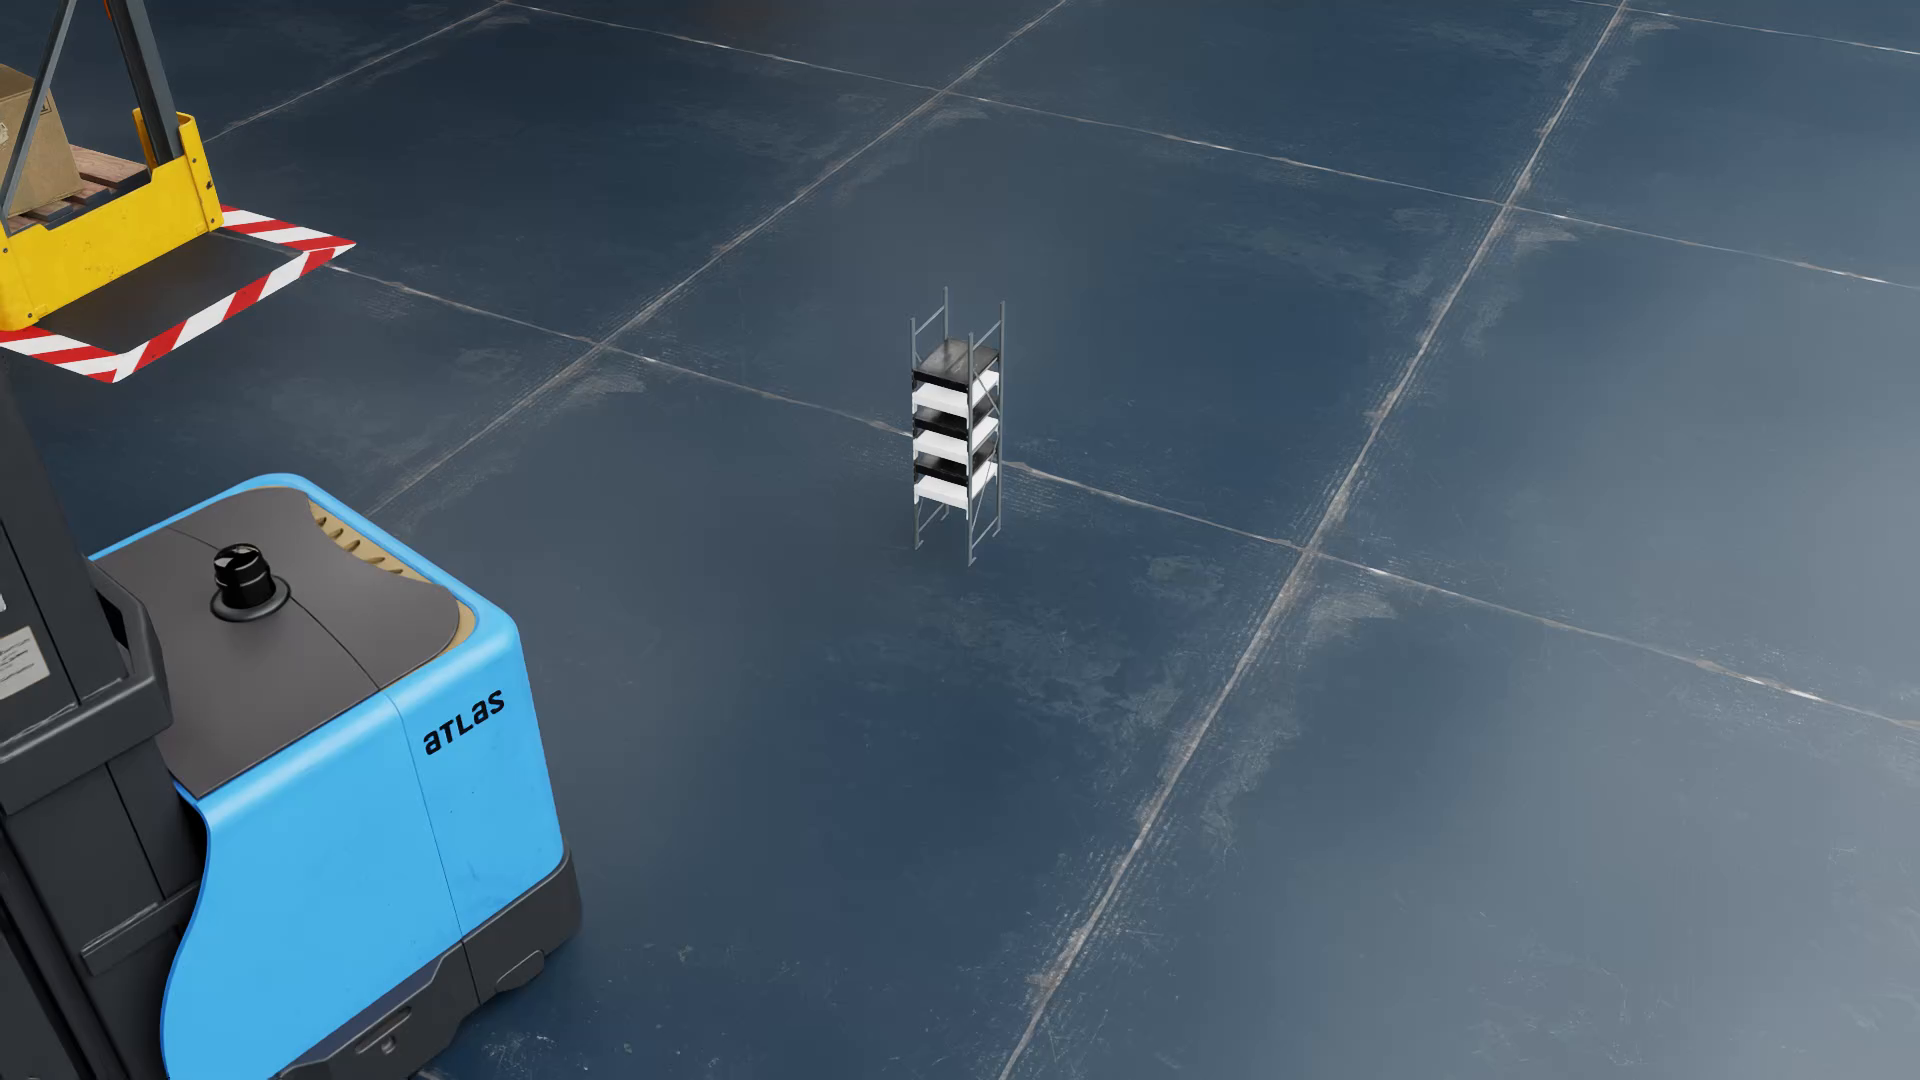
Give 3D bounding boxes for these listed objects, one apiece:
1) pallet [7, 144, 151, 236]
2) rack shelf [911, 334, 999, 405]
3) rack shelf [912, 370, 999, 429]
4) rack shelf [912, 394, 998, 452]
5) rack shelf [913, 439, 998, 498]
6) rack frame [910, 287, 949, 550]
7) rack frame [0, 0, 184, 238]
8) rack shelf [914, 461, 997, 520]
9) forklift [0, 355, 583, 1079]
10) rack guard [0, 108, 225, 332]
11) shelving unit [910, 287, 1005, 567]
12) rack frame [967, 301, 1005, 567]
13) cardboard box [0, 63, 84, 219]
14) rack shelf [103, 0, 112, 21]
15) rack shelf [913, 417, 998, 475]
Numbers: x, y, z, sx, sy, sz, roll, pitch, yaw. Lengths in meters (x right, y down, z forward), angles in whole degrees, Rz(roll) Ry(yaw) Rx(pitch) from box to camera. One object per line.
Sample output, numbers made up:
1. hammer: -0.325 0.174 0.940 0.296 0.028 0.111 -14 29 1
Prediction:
1. pallet: -4.502 -1.540 7.605 1.213 0.211 1.003 17 41 21
2. rack shelf: -0.007 -0.549 5.338 0.200 0.077 0.258 17 41 21
3. rack shelf: -0.007 -0.478 5.392 0.200 0.077 0.258 17 41 21
4. rack shelf: -0.007 -0.406 5.447 0.200 0.077 0.258 17 41 21
5. rack shelf: -0.007 -0.262 5.555 0.200 0.077 0.258 17 41 21
6. rack frame: -0.097 -0.389 5.518 0.006 0.900 0.240 17 41 21
7. rack frame: -3.729 -2.385 6.411 0.127 3.000 1.000 17 41 21
8. rack shelf: -0.007 -0.191 5.610 0.200 0.077 0.258 17 41 21
9. forklift: -2.323 0.359 2.853 1.130 2.935 3.031 27 45 31
10. rack guard: -3.797 -1.411 7.195 0.348 0.500 1.175 17 41 21
11. shelving unit: -0.007 -0.361 5.481 0.210 0.900 0.258 17 41 21
12. rack frame: 0.083 -0.332 5.444 0.006 0.900 0.240 17 41 21
13. cardboard box: -4.276 -1.739 7.281 0.500 0.500 0.500 25 44 29
14. rack shelf: -5.505 -2.655 7.361 4.000 0.370 1.077 17 41 21
15. rack shelf: -0.007 -0.334 5.501 0.200 0.077 0.258 17 41 21
